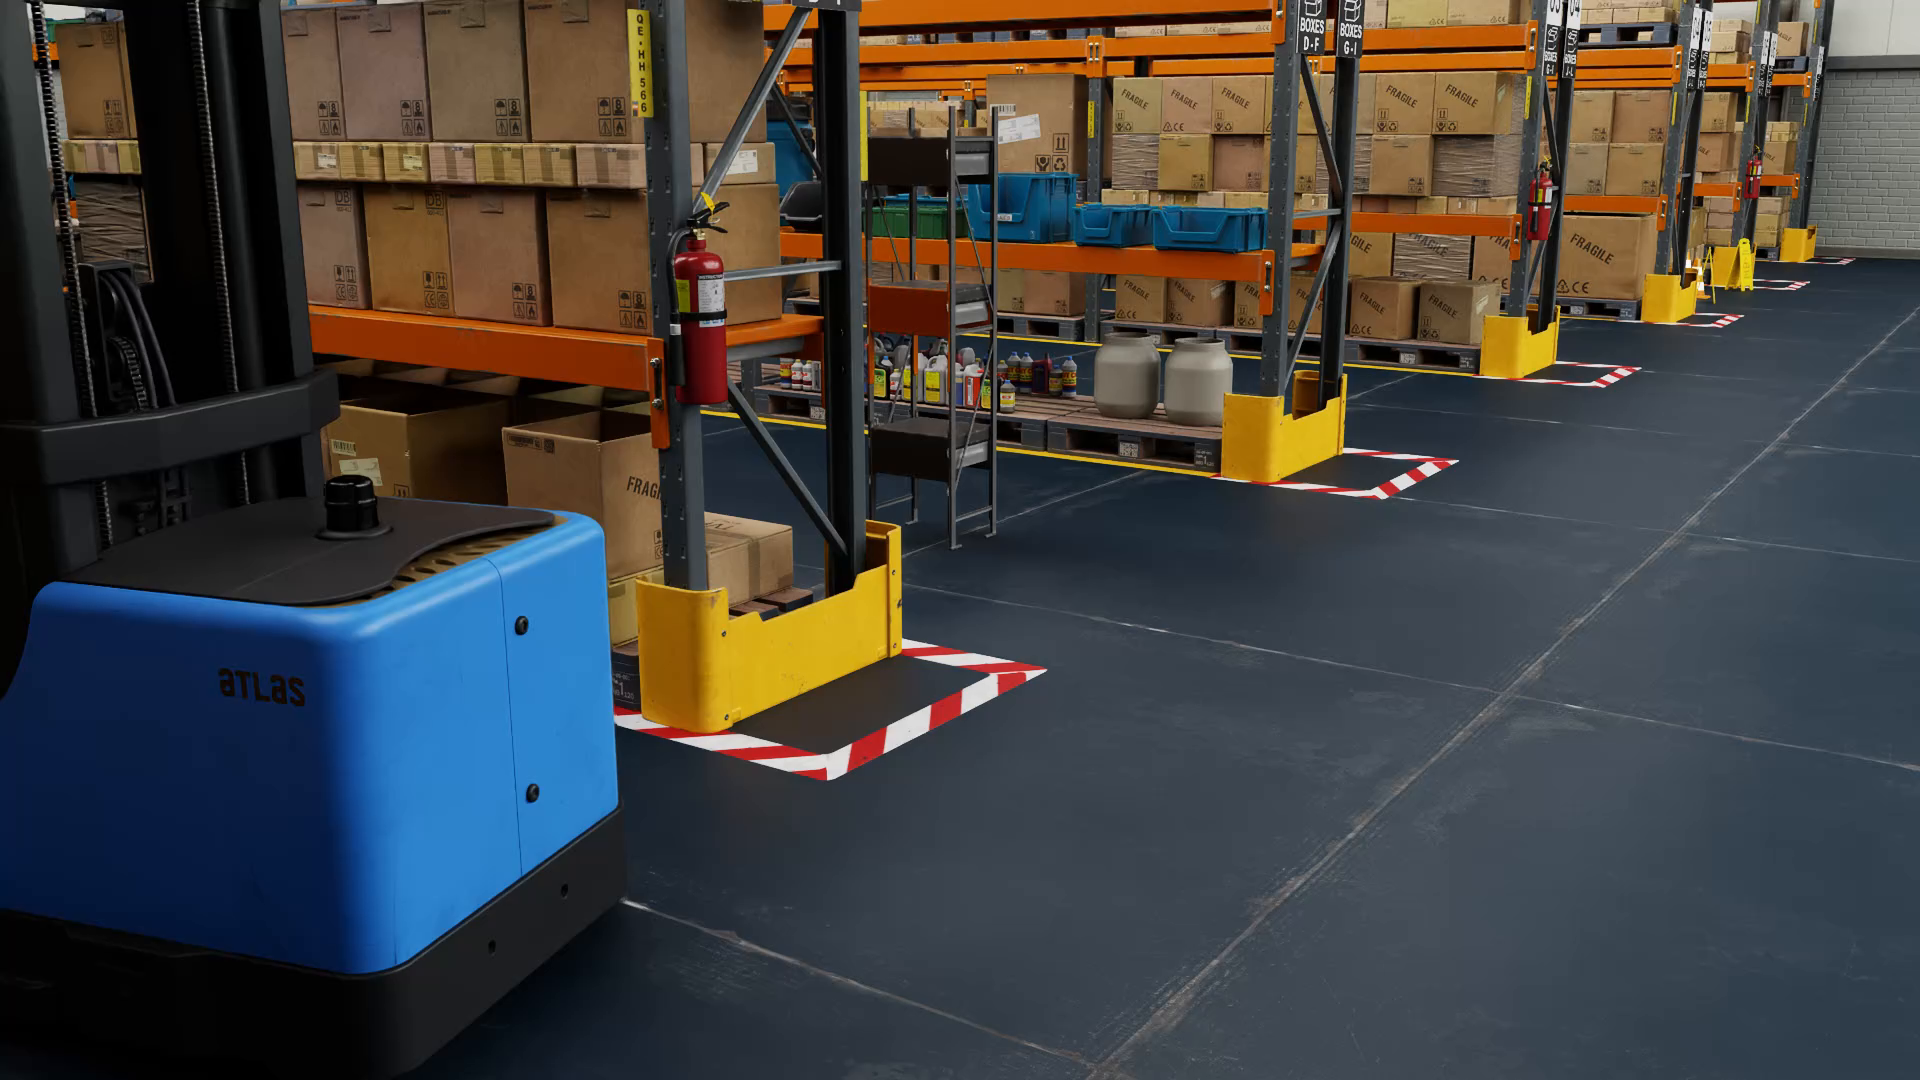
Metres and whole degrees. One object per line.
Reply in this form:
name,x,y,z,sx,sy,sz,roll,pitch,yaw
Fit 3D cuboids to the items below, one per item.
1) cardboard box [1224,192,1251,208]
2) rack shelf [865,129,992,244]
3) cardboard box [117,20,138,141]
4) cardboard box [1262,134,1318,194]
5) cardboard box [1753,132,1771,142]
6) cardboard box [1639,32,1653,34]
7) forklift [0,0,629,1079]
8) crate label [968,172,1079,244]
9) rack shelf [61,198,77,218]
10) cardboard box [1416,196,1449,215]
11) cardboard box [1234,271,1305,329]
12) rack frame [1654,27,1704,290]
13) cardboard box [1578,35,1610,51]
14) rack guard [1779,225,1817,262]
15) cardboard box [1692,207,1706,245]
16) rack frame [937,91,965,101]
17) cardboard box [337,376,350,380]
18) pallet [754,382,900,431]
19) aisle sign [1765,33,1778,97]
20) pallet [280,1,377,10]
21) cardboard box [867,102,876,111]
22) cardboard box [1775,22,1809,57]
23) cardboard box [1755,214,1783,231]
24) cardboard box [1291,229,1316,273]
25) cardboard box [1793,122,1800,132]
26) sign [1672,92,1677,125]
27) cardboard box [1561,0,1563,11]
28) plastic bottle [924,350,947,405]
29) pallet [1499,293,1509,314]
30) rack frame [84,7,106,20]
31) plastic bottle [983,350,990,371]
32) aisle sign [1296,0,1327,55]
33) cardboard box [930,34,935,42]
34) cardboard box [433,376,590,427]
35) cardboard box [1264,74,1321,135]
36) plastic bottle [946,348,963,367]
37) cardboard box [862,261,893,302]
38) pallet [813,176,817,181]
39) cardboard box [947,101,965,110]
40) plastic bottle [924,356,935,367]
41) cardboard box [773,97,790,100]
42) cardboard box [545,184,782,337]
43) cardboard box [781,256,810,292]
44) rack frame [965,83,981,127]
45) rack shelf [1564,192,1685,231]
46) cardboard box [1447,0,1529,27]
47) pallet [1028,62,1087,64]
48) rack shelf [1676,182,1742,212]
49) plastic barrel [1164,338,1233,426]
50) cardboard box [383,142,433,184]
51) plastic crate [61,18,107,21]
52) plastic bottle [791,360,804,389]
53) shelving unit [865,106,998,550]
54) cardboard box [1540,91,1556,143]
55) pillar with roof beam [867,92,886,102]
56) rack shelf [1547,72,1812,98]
cardboard box,2.582,-3.070,15.007,0.250,0.149,0.380,9,17,33
rack shelf,-0.137,-1.708,7.996,0.480,0.518,0.431,9,17,33
cardboard box,-3.219,-2.022,7.340,0.500,0.500,0.700,9,17,33
cardboard box,3.118,-3.368,14.859,0.500,0.500,0.875,9,17,33
cardboard box,12.465,-6.256,25.795,0.250,0.149,0.380,9,17,34
cardboard box,9.130,-6.742,21.939,0.250,0.149,0.380,9,17,33
forklift,-2.438,-0.454,4.056,3.031,2.935,1.130,5,15,18
crate label,0.398,-2.130,10.612,0.616,0.435,0.502,9,17,33
rack shelf,-9.541,-3.448,17.508,4.000,0.370,1.077,9,17,33
cardboard box,4.045,-2.840,14.074,0.250,0.149,0.380,9,17,33
cardboard box,2.869,-2.230,15.417,0.500,0.500,0.500,8,16,28
rack frame,7.692,-3.883,17.767,0.127,3.000,1.000,9,17,33
cardboard box,8.526,-6.630,22.313,0.500,0.250,0.500,9,17,33
rack guard,13.158,-4.657,26.096,0.348,0.500,1.175,9,17,33
cardboard box,9.836,-4.283,22.670,0.500,0.500,0.500,9,16,31
rack frame,-0.138,-8.019,34.476,0.127,3.000,1.000,9,17,33
cardboard box,-2.971,-0.444,7.161,0.500,0.500,0.500,9,17,33
pallet,-0.709,-1.004,11.941,1.213,0.211,1.003,9,17,33
aisle sign,10.595,-6.199,21.712,0.004,0.787,0.394,9,17,33
pallet,-5.142,-4.479,14.326,1.213,0.211,1.003,9,17,33
cardboard box,-1.502,-7.559,28.977,0.250,0.149,0.380,9,16,31
cardboard box,12.635,-7.641,25.417,0.500,0.500,0.500,10,17,35
cardboard box,12.560,-4.988,26.040,0.500,0.250,0.500,9,16,32
cardboard box,3.808,-3.596,20.417,0.750,0.750,1.050,9,17,33
cardboard box,12.979,-6.469,26.037,0.250,0.149,0.380,9,16,32
sign,7.378,-4.454,17.169,0.005,0.325,0.100,9,17,33
cardboard box,6.299,-5.808,17.910,0.500,0.250,0.500,9,17,32
plastic bottle,-0.141,-1.086,11.064,0.185,0.351,0.144,10,17,35
pallet,5.977,-2.785,19.133,1.213,0.211,1.003,9,17,33
rack frame,-7.881,-6.441,15.617,0.127,3.000,1.000,9,17,33
plastic bottle,0.210,-1.201,11.695,0.097,0.271,0.097,0,14,0
aisle sign,1.970,-3.113,9.246,0.004,0.787,0.394,9,17,33
cardboard box,-0.432,-5.217,17.226,0.500,0.250,0.500,10,17,34
cardboard box,-1.851,-0.413,7.039,0.500,0.500,0.500,9,17,33
cardboard box,3.004,-3.812,14.574,0.500,0.500,0.500,9,17,33
plastic bottle,-0.047,-1.210,11.704,0.133,0.283,0.061,9,17,33
cardboard box,-0.764,-2.823,17.771,0.500,0.500,0.700,8,16,28
pallet,-1.147,-3.813,17.883,1.003,0.211,1.213,9,17,33
cardboard box,-0.020,-7.319,28.010,0.250,0.149,0.380,9,16,32
plastic bottle,-0.234,-1.107,11.307,0.135,0.276,0.152,9,17,33
cardboard box,-2.806,-6.180,24.136,0.500,0.500,0.500,9,16,31
cardboard box,-1.072,-1.047,6.100,0.500,0.500,0.700,9,17,33
cardboard box,-2.359,-3.250,18.756,0.875,0.875,1.225,8,16,30
rack frame,0.414,-6.493,28.309,0.127,3.000,1.000,9,17,33
rack shelf,6.033,-3.802,18.937,4.000,0.370,1.077,9,17,33
cardboard box,4.298,-4.305,13.540,0.500,0.250,0.500,10,17,34
pallet,1.618,-6.244,21.457,1.003,0.211,1.213,10,17,35
rack shelf,8.711,-4.802,22.978,4.000,0.370,1.077,9,17,33
plastic barrel,1.487,-0.989,10.380,0.421,0.512,0.421,0,14,0
cardboard box,-1.971,-1.448,6.372,0.250,0.149,0.380,10,17,35
plastic crate,-8.759,-5.143,16.887,0.590,0.269,0.497,9,17,33
plastic bottle,-1.139,-1.168,11.706,0.097,0.201,0.097,0,14,0
shelving unit,-0.137,-1.041,8.161,0.503,2.100,0.431,9,17,33
cardboard box,6.509,-4.695,18.487,0.550,0.550,0.875,9,17,33
pillar with roof beam,-4.275,-10.614,32.475,0.400,9.000,9.100,9,17,33
rack shelf,11.478,-7.249,26.618,4.000,0.370,1.077,9,17,33
